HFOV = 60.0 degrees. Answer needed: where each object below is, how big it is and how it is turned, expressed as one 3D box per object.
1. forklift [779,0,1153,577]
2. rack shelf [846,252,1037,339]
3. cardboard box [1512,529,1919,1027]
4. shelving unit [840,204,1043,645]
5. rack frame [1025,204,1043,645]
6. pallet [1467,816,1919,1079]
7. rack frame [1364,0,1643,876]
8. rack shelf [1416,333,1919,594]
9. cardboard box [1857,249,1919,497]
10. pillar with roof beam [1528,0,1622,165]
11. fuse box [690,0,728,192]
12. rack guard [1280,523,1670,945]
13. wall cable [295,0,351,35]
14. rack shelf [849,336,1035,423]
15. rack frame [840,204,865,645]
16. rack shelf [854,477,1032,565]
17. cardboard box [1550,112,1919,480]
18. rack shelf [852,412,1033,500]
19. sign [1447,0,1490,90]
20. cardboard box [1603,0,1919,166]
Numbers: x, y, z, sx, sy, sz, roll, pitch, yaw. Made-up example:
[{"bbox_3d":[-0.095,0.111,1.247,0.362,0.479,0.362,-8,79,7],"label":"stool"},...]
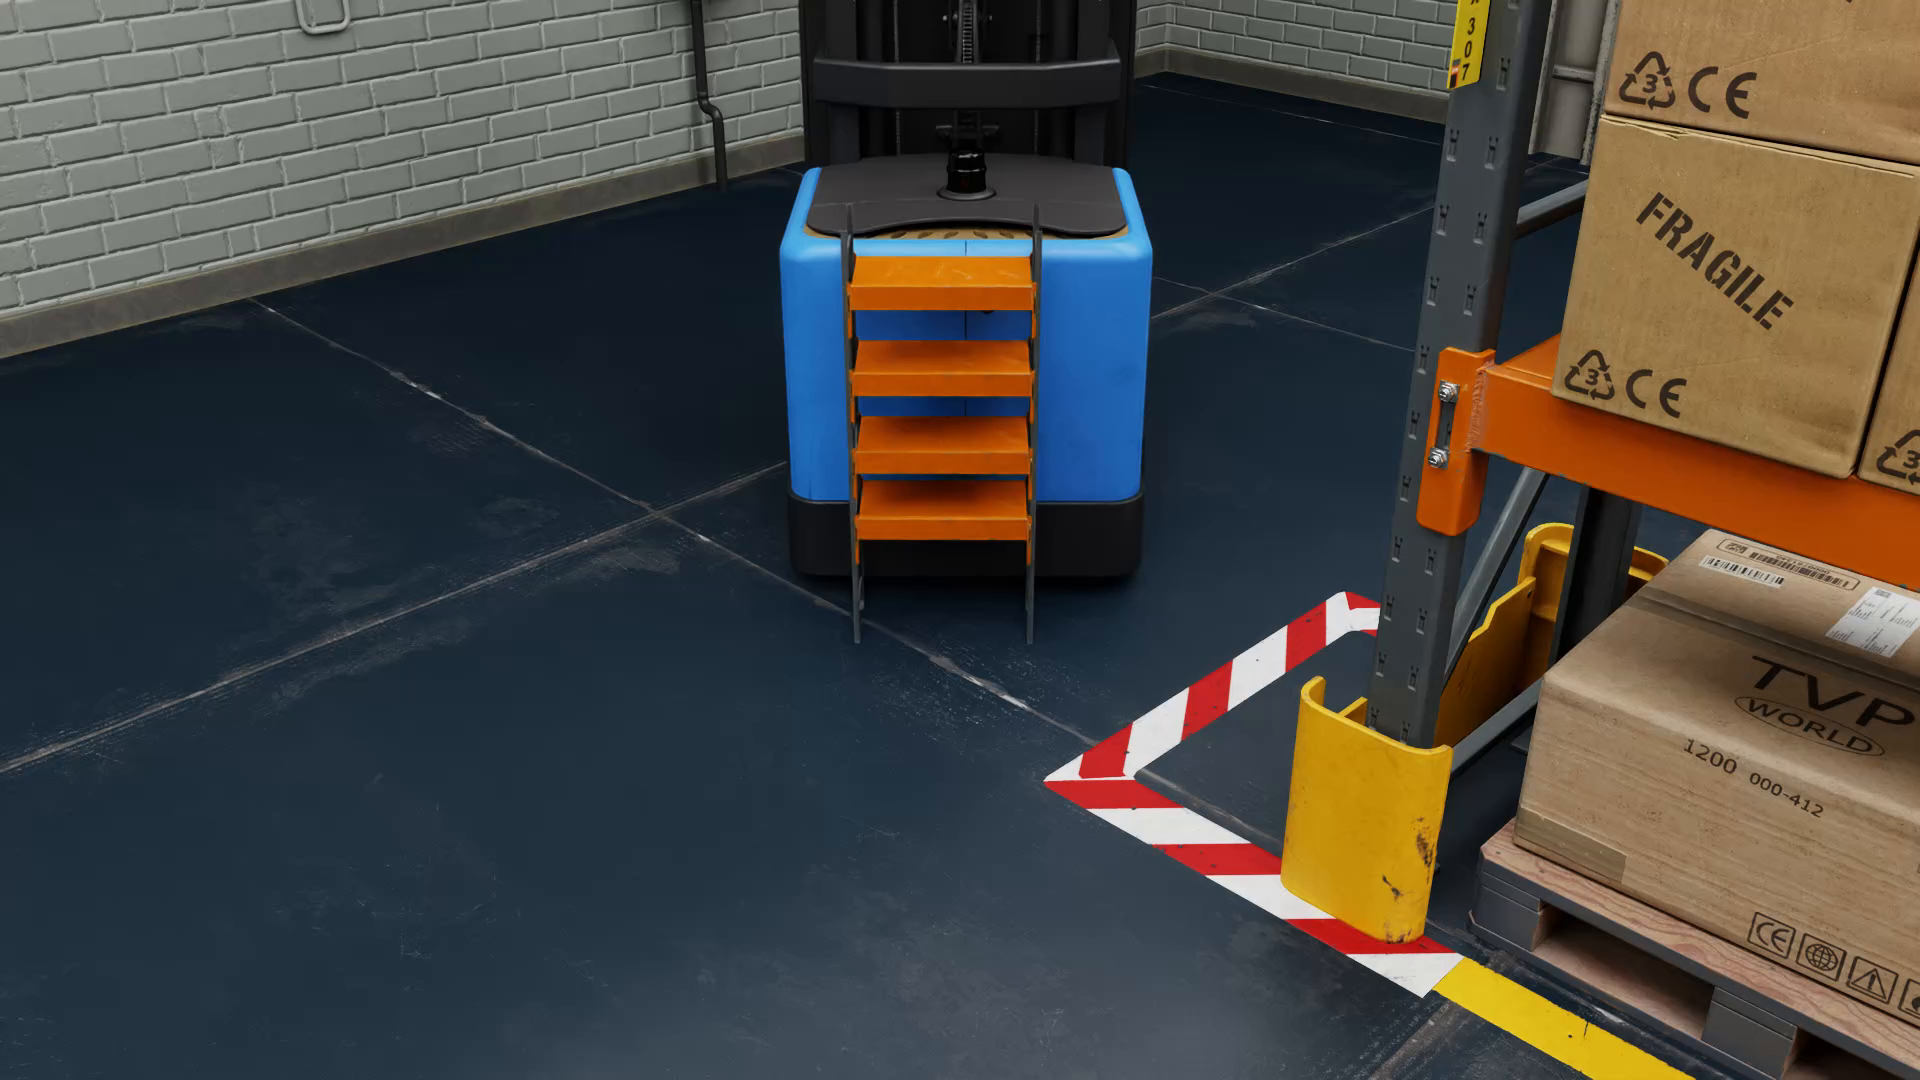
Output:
[{"bbox_3d":[0.026,-1.831,5.583,1.130,2.935,3.031,0,28,0],"label":"forklift"},{"bbox_3d":[-0.046,-0.639,4.331,0.480,0.148,0.258,0,28,0],"label":"rack shelf"},{"bbox_3d":[1.791,0.447,3.479,0.875,0.438,0.875,23,36,37],"label":"cardboard box"},{"bbox_3d":[-0.046,-0.291,4.514,0.503,1.200,0.258,0,28,0],"label":"shelving unit"},{"bbox_3d":[0.198,-0.291,4.513,0.015,1.200,0.240,0,28,0],"label":"rack frame"},{"bbox_3d":[1.876,0.786,3.529,1.213,0.211,1.003,25,36,38],"label":"pallet"},{"bbox_3d":[1.251,-0.684,3.327,0.127,3.000,1.000,25,36,38],"label":"rack frame"},{"bbox_3d":[2.677,0.287,2.254,4.000,0.370,1.077,25,36,38],"label":"rack shelf"},{"bbox_3d":[1.772,-0.320,2.529,0.500,0.500,0.500,24,36,38],"label":"cardboard box"},{"bbox_3d":[0.419,-4.738,4.591,0.400,9.000,9.100,25,36,38],"label":"pillar with roof beam"},{"bbox_3d":[-1.210,-2.595,8.347,0.414,1.711,0.539,25,36,38],"label":"fuse box"},{"bbox_3d":[1.234,0.415,3.924,0.348,0.500,1.175,25,36,38],"label":"rack guard"},{"bbox_3d":[-2.786,-2.979,6.568,0.123,1.953,0.585,25,36,38],"label":"wall cable"},{"bbox_3d":[-0.046,-0.430,4.442,0.480,0.148,0.258,0,28,0],"label":"rack shelf"},{"bbox_3d":[-0.290,-0.292,4.516,0.015,1.200,0.240,0,28,0],"label":"rack frame"},{"bbox_3d":[-0.046,-0.056,4.638,0.480,0.148,0.258,0,28,0],"label":"rack shelf"},{"bbox_3d":[1.392,-0.476,2.825,0.500,0.500,0.500,24,36,38],"label":"cardboard box"},{"bbox_3d":[-0.046,-0.232,4.546,0.480,0.148,0.258,0,28,0],"label":"rack shelf"},{"bbox_3d":[0.857,-0.920,2.761,0.005,0.325,0.100,25,36,38],"label":"sign"},{"bbox_3d":[1.393,-0.919,2.594,0.500,0.500,0.500,24,36,37],"label":"cardboard box"}]
